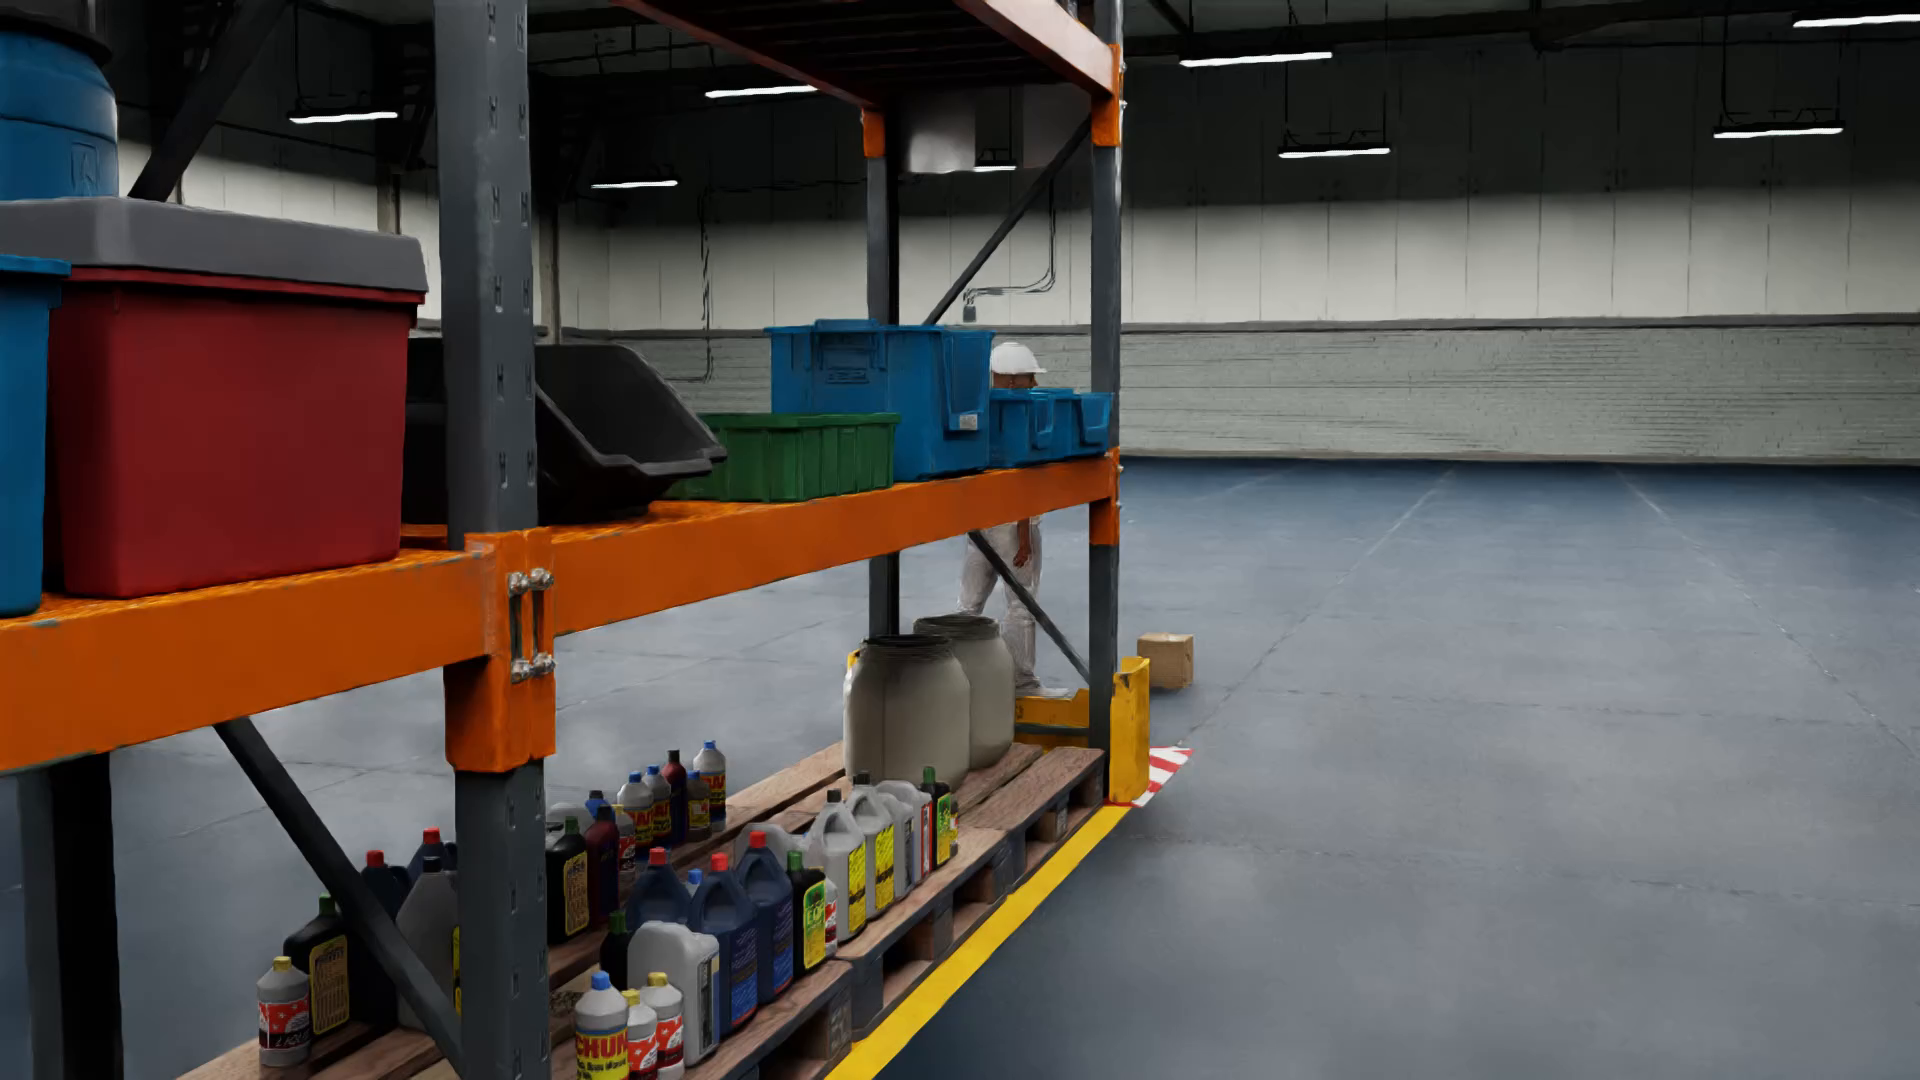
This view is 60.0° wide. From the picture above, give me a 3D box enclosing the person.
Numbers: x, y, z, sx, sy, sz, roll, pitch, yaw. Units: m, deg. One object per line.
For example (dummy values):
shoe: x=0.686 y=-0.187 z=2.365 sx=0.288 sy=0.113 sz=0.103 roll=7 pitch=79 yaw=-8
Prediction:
person: x=0.207 y=-0.076 z=8.168 sx=0.582 sy=1.771 sz=0.591 roll=-4 pitch=7 yaw=-38
